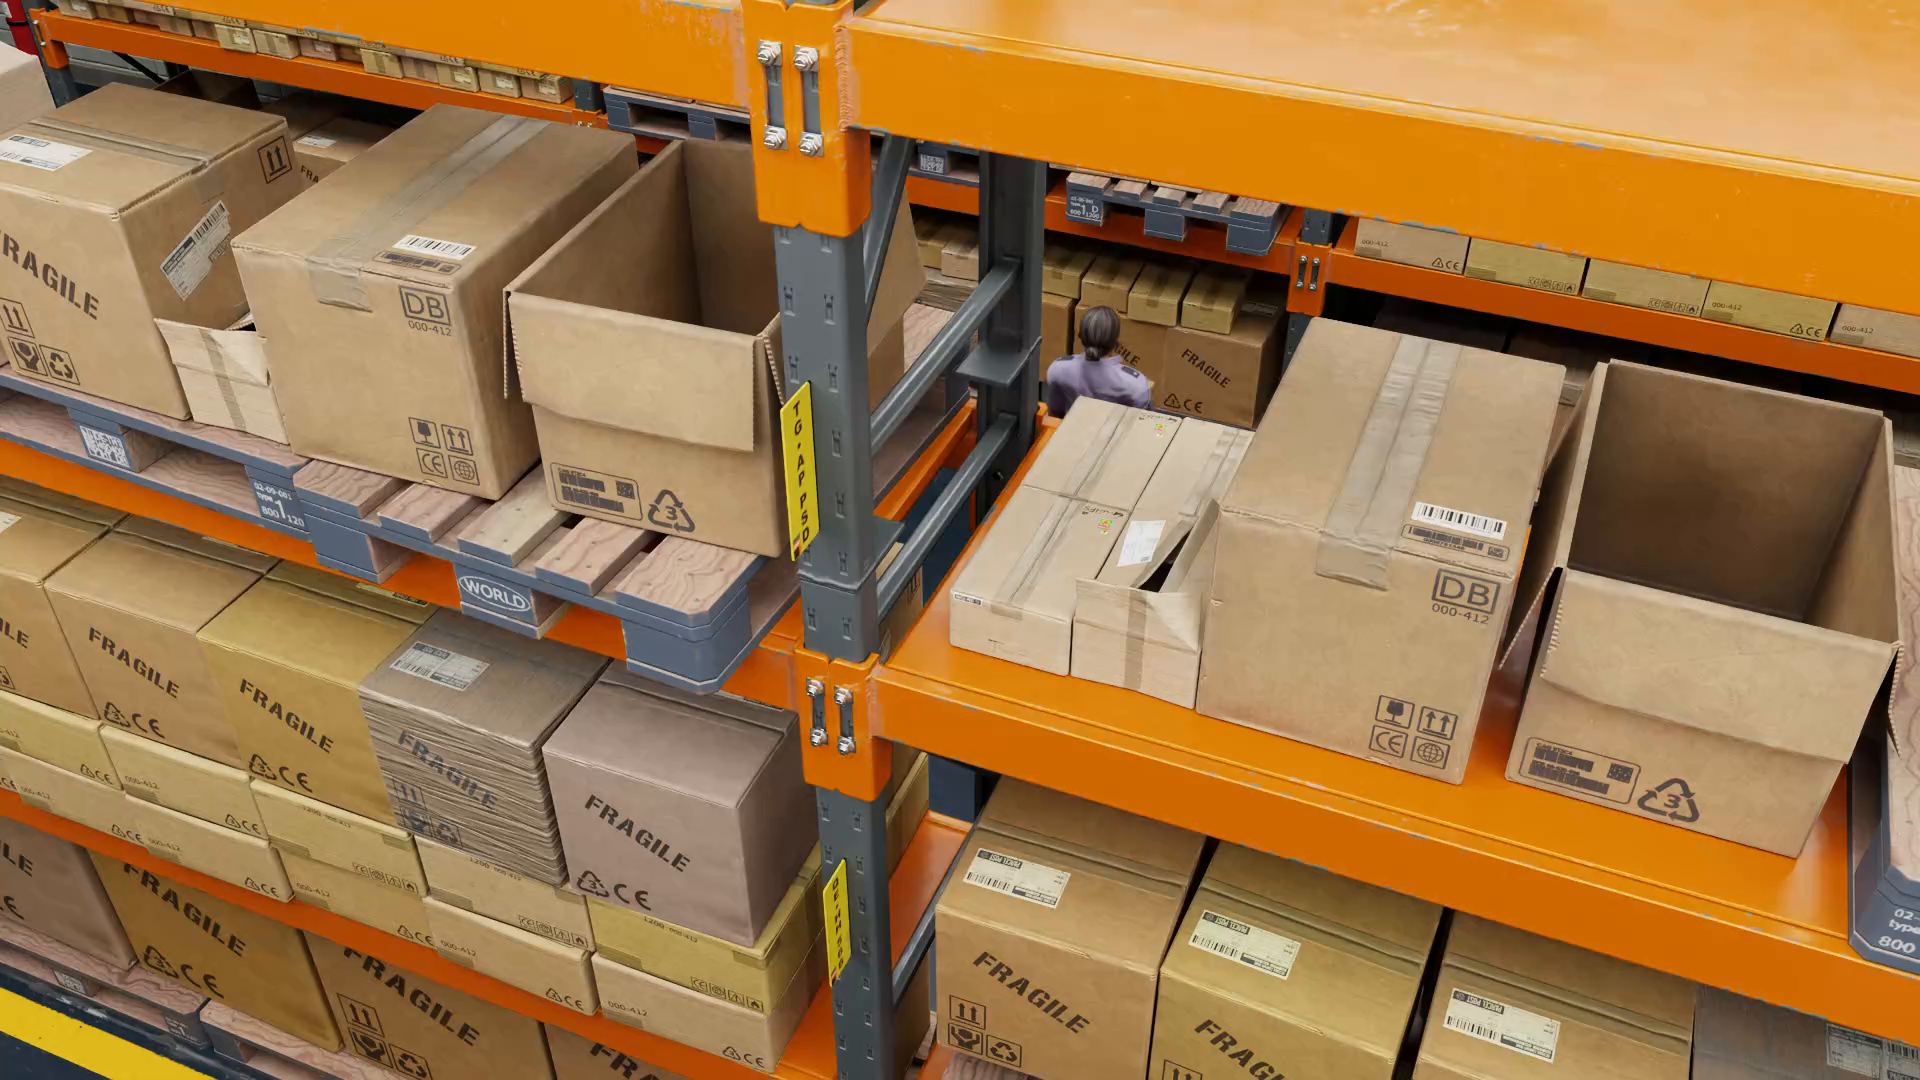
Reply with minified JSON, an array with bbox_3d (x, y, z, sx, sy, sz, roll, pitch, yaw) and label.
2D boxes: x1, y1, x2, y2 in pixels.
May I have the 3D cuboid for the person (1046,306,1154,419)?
[{"bbox_3d":[0.620,-0.342,7.271,0.471,1.647,0.511,14,40,17],"label":"person"}]
